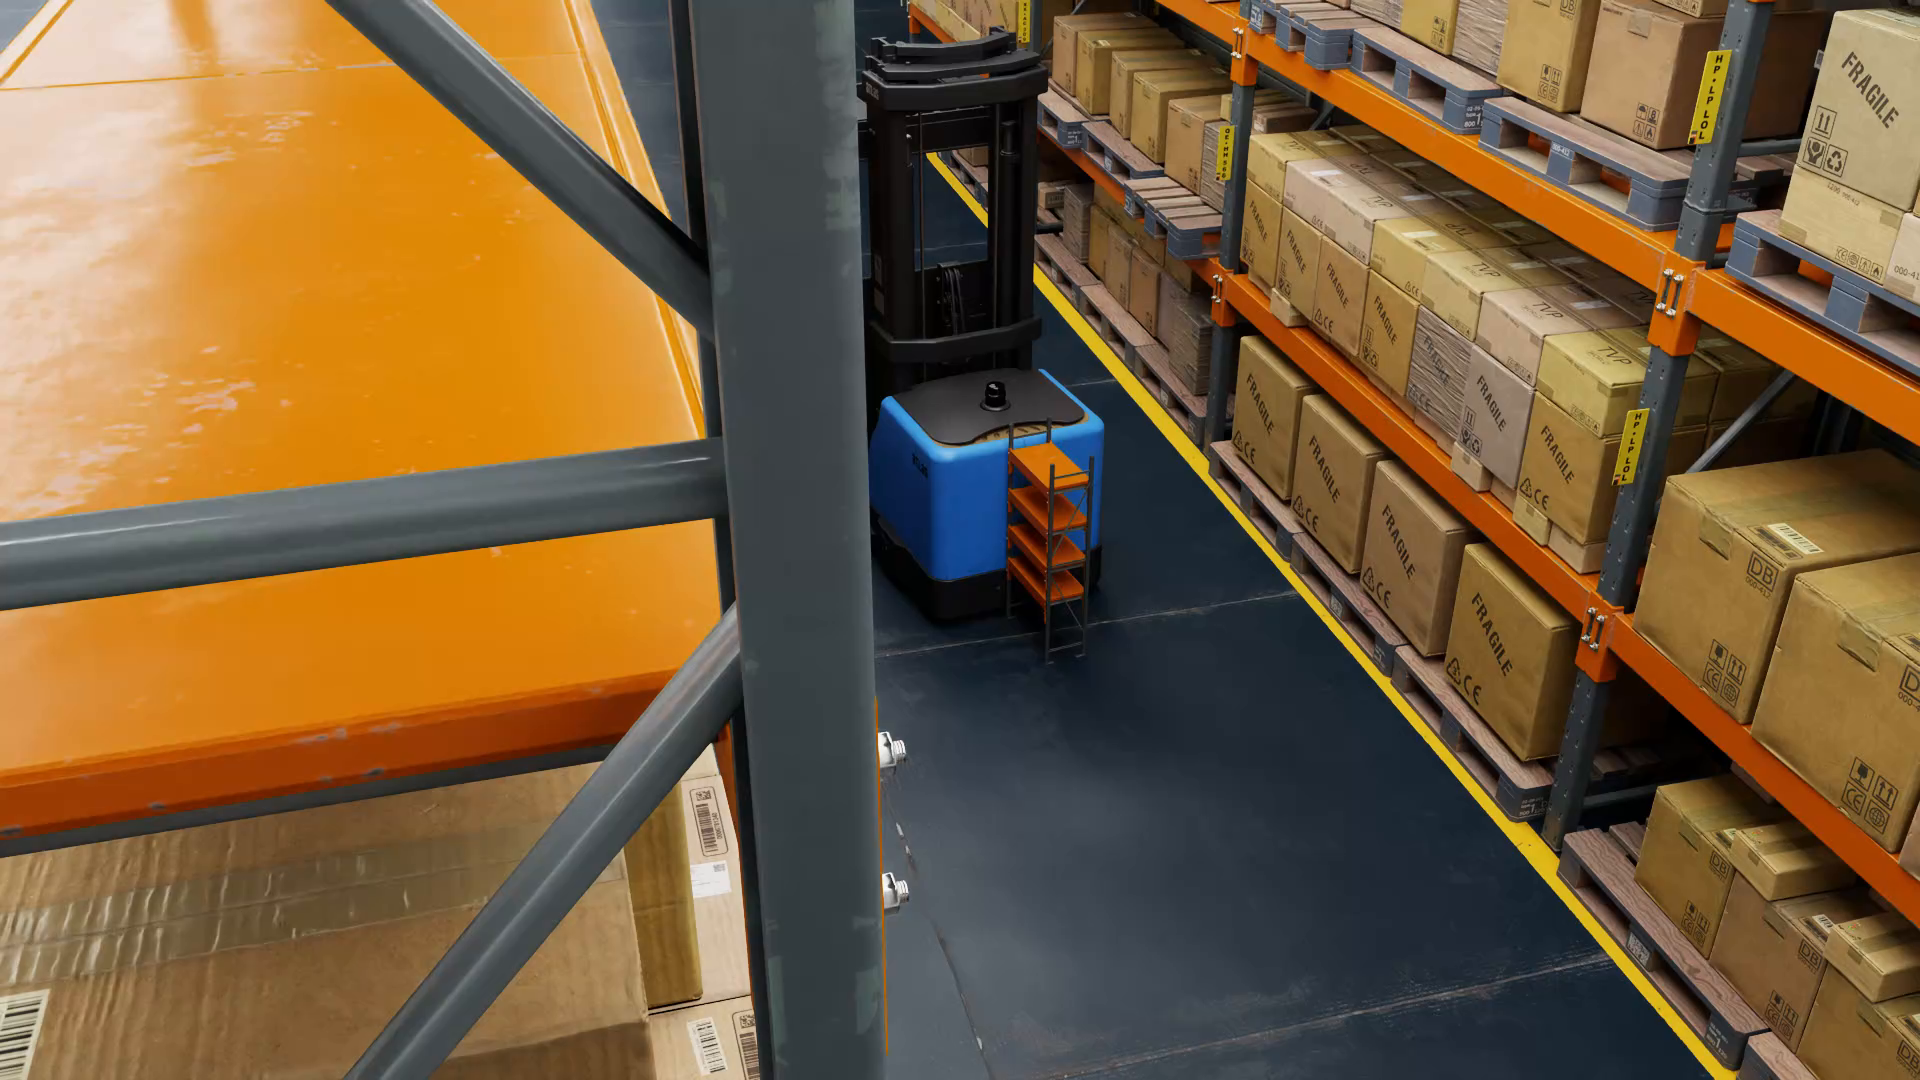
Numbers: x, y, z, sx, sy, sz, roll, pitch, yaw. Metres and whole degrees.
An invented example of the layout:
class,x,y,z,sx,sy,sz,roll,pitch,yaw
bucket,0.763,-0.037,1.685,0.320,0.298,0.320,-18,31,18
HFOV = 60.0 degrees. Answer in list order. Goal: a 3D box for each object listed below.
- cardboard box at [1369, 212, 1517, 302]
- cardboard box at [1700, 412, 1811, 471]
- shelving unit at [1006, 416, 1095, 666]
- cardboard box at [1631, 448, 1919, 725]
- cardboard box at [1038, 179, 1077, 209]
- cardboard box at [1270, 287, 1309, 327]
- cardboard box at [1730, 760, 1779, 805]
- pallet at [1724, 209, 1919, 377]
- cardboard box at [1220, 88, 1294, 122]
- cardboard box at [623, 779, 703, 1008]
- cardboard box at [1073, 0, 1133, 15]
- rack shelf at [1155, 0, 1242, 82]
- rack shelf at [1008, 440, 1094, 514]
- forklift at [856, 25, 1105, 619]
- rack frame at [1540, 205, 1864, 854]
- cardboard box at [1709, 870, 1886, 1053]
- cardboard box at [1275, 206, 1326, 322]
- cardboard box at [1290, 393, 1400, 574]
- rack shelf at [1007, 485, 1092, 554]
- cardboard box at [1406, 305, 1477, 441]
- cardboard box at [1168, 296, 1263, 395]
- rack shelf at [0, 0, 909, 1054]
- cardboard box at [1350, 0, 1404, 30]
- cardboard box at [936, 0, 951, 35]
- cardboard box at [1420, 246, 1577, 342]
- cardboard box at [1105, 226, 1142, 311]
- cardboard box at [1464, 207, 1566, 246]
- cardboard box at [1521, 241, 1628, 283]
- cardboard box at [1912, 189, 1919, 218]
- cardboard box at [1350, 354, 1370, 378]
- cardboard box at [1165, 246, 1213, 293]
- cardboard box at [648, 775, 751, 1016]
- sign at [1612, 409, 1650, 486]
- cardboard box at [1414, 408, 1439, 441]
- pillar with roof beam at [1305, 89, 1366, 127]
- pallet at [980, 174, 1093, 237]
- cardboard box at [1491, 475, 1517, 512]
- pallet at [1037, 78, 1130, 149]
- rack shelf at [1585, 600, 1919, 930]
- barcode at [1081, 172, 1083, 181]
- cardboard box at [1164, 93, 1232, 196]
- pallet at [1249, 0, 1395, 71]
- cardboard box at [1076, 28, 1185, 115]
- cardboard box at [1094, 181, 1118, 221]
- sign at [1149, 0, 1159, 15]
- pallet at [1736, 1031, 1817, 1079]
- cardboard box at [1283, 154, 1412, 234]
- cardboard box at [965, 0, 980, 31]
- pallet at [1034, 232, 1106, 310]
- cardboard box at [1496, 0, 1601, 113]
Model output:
class,x,y,z,sx,sy,sz,roll,pitch,yaw
cardboard box,2.392,-1.411,8.260,0.500,0.250,0.500,-8,31,-14
cardboard box,3.281,-0.410,7.279,0.500,0.500,0.500,-9,31,-15
shelving unit,0.463,0.009,8.768,0.258,1.200,0.503,-12,32,-20
cardboard box,3.289,0.160,6.410,0.980,0.700,0.700,-7,31,-13
cardboard box,0.866,-3.056,14.656,0.380,0.166,0.250,-12,32,-20
cardboard box,2.010,-1.353,9.556,0.380,0.149,0.250,-7,31,-12
cardboard box,3.413,0.924,6.819,0.380,0.149,0.250,-8,31,-14
pallet,3.367,-0.837,5.527,1.003,0.211,1.213,-8,31,-13
cardboard box,1.878,-2.736,10.528,0.380,0.149,0.250,-13,33,-22
cardboard box,-0.756,0.346,2.298,0.700,0.500,0.500,-8,31,-13
cardboard box,1.114,-4.361,13.902,0.500,0.500,0.500,-9,31,-14
rack shelf,1.568,-3.859,11.377,1.077,0.370,4.000,-8,31,-13
rack shelf,0.463,-0.331,8.571,0.258,0.148,0.480,-12,32,-20
forklift,-0.248,-1.558,9.747,1.130,2.935,3.031,-12,32,-20
rack frame,3.160,0.026,6.942,1.000,3.000,0.127,-8,31,-13
cardboard box,3.390,1.544,6.395,0.700,0.500,0.500,-8,31,-14
cardboard box,2.111,-1.564,9.272,0.500,0.500,0.500,-7,31,-12
cardboard box,2.394,-0.361,9.337,0.750,0.750,0.750,-8,31,-14
rack shelf,0.463,-0.127,8.690,0.258,0.148,0.480,-12,32,-20
cardboard box,2.525,-0.833,8.009,0.500,0.500,0.500,-8,31,-13
cardboard box,1.857,-1.355,11.384,0.700,0.500,0.500,-7,31,-13
rack shelf,-1.084,-0.631,2.810,1.077,0.370,4.000,-8,31,-13
cardboard box,2.474,-2.962,8.571,0.700,0.500,0.500,-10,31,-16
cardboard box,0.080,-4.940,15.651,0.500,0.250,0.500,-8,31,-14
cardboard box,2.528,-1.165,7.835,0.500,0.250,0.500,-7,31,-12
cardboard box,1.530,-2.098,12.668,0.700,0.500,0.500,-8,31,-13
cardboard box,2.872,-1.482,8.382,0.500,0.250,0.500,-9,31,-14
cardboard box,3.006,-1.229,7.945,0.500,0.250,0.500,-9,31,-15
cardboard box,3.222,-1.128,4.823,0.500,0.500,0.500,-8,31,-14
cardboard box,2.331,-0.998,8.942,0.380,0.149,0.250,-7,31,-13
cardboard box,1.766,-1.963,11.686,0.500,0.250,0.500,-7,31,-12
cardboard box,-0.564,0.644,2.531,0.500,0.250,0.500,-8,31,-13
sign,2.640,-0.364,6.539,0.100,0.325,0.005,-8,31,-13
cardboard box,2.503,-0.619,8.287,0.380,0.149,0.250,-9,31,-15
pillar with roof beam,-1.563,-4.673,9.071,9.100,9.000,0.400,-8,31,-13
pallet,0.825,-2.951,14.868,1.003,0.211,1.213,-8,31,-13
cardboard box,2.683,-0.249,7.648,0.380,0.149,0.250,-7,31,-12
pallet,1.100,-3.366,12.994,1.003,0.211,1.213,-8,31,-13
rack shelf,3.691,1.303,5.453,1.077,0.370,4.000,-8,31,-13
barcode,1.101,-3.276,14.981,0.001,0.075,0.075,-8,31,-13
cardboard box,1.790,-2.631,10.994,0.700,0.500,0.500,-11,32,-18
pallet,2.321,-2.818,9.050,1.213,0.211,1.003,-6,31,-11
cardboard box,1.281,-3.550,12.581,0.700,0.500,0.500,-5,30,-8
cardboard box,1.369,-2.705,12.968,0.500,0.250,0.500,-8,31,-14
sign,1.571,-4.414,13.458,0.100,0.325,0.005,-8,31,-13
pallet,3.614,2.201,5.968,1.003,0.211,1.213,-8,31,-13
cardboard box,2.114,-1.898,9.101,0.500,0.250,0.500,-8,31,-14
cardboard box,0.352,-4.778,14.623,0.500,0.500,0.500,-9,31,-15
pallet,1.245,-2.255,13.666,1.003,0.211,1.213,-8,31,-13
cardboard box,2.822,-2.206,7.264,0.700,0.500,0.500,-8,31,-14
